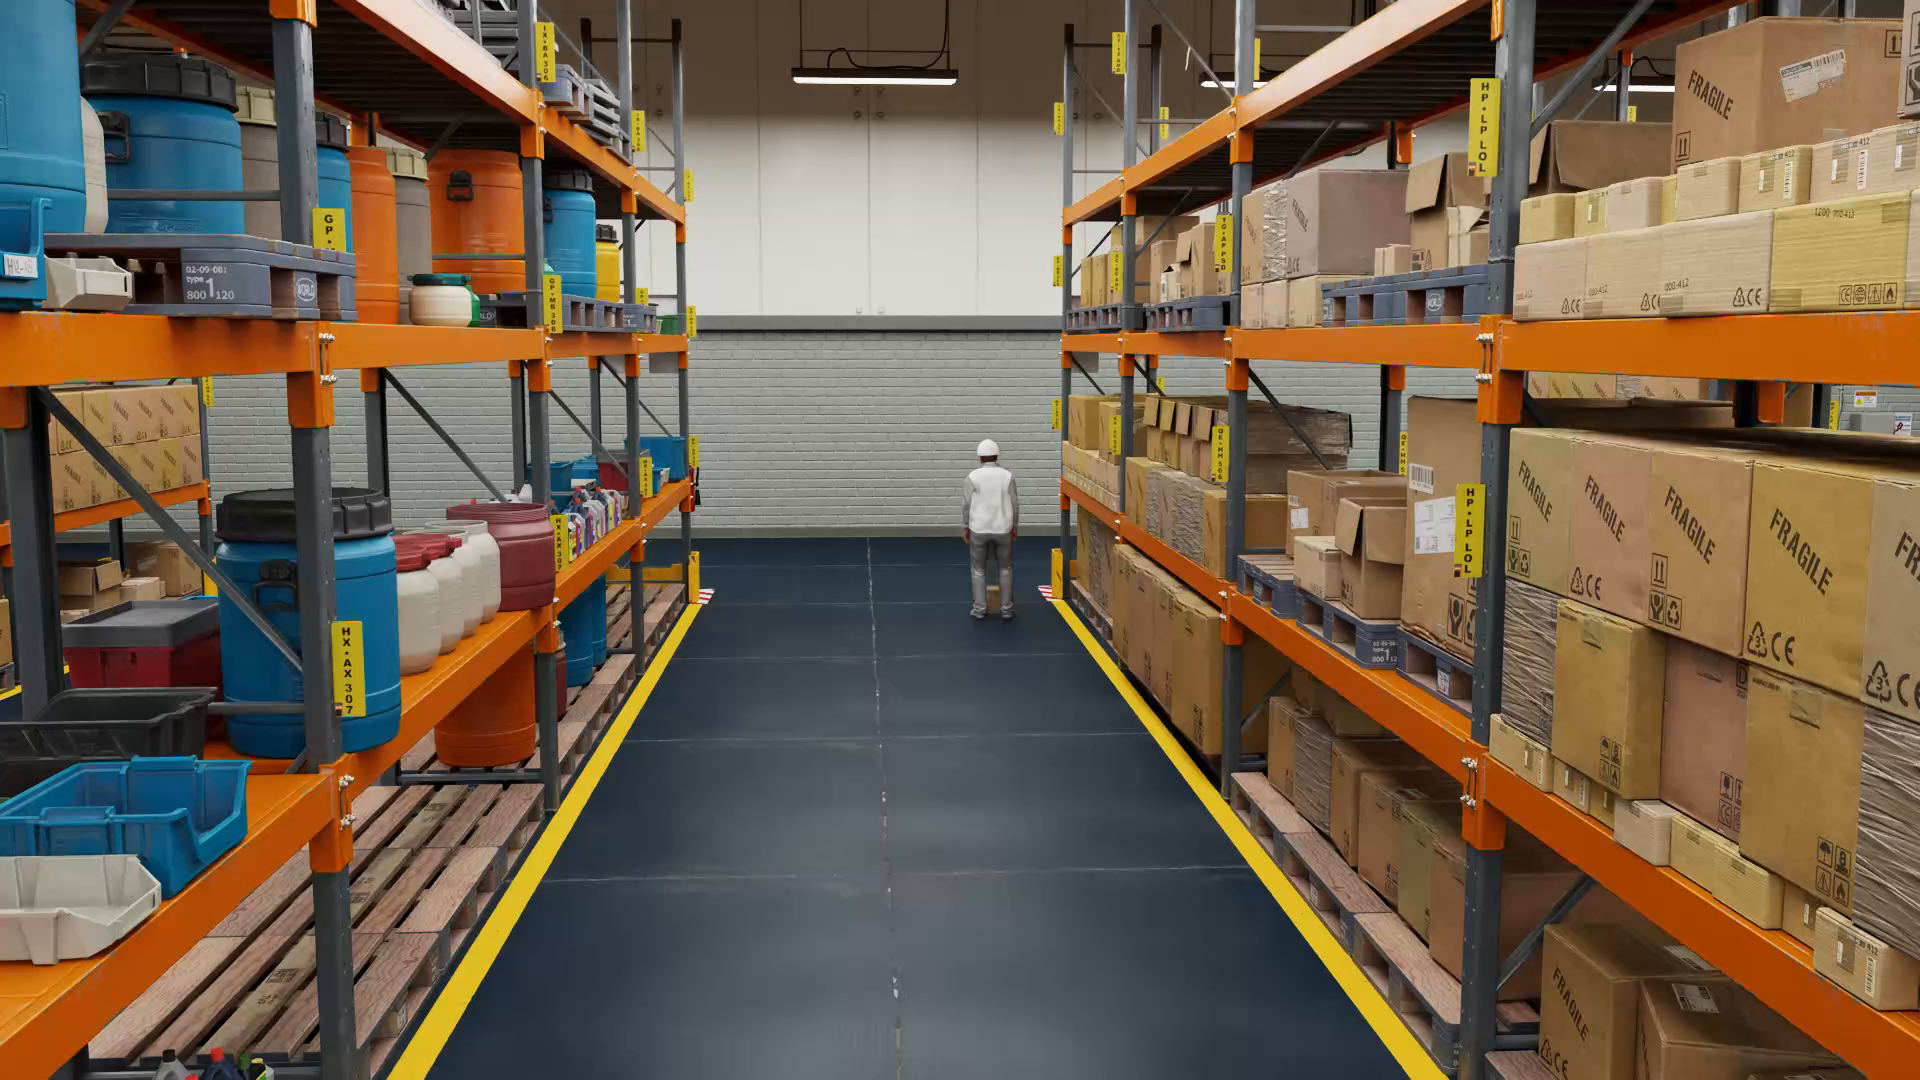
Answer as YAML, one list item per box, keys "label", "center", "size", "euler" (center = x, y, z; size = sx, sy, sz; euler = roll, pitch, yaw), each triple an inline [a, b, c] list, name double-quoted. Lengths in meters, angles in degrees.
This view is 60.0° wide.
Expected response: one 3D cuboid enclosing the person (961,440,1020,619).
- label: "person"
  center: [0.302, -0.111, 16.556]
  size: [0.580, 1.771, 0.463]
  euler: [0, 7, -4]
